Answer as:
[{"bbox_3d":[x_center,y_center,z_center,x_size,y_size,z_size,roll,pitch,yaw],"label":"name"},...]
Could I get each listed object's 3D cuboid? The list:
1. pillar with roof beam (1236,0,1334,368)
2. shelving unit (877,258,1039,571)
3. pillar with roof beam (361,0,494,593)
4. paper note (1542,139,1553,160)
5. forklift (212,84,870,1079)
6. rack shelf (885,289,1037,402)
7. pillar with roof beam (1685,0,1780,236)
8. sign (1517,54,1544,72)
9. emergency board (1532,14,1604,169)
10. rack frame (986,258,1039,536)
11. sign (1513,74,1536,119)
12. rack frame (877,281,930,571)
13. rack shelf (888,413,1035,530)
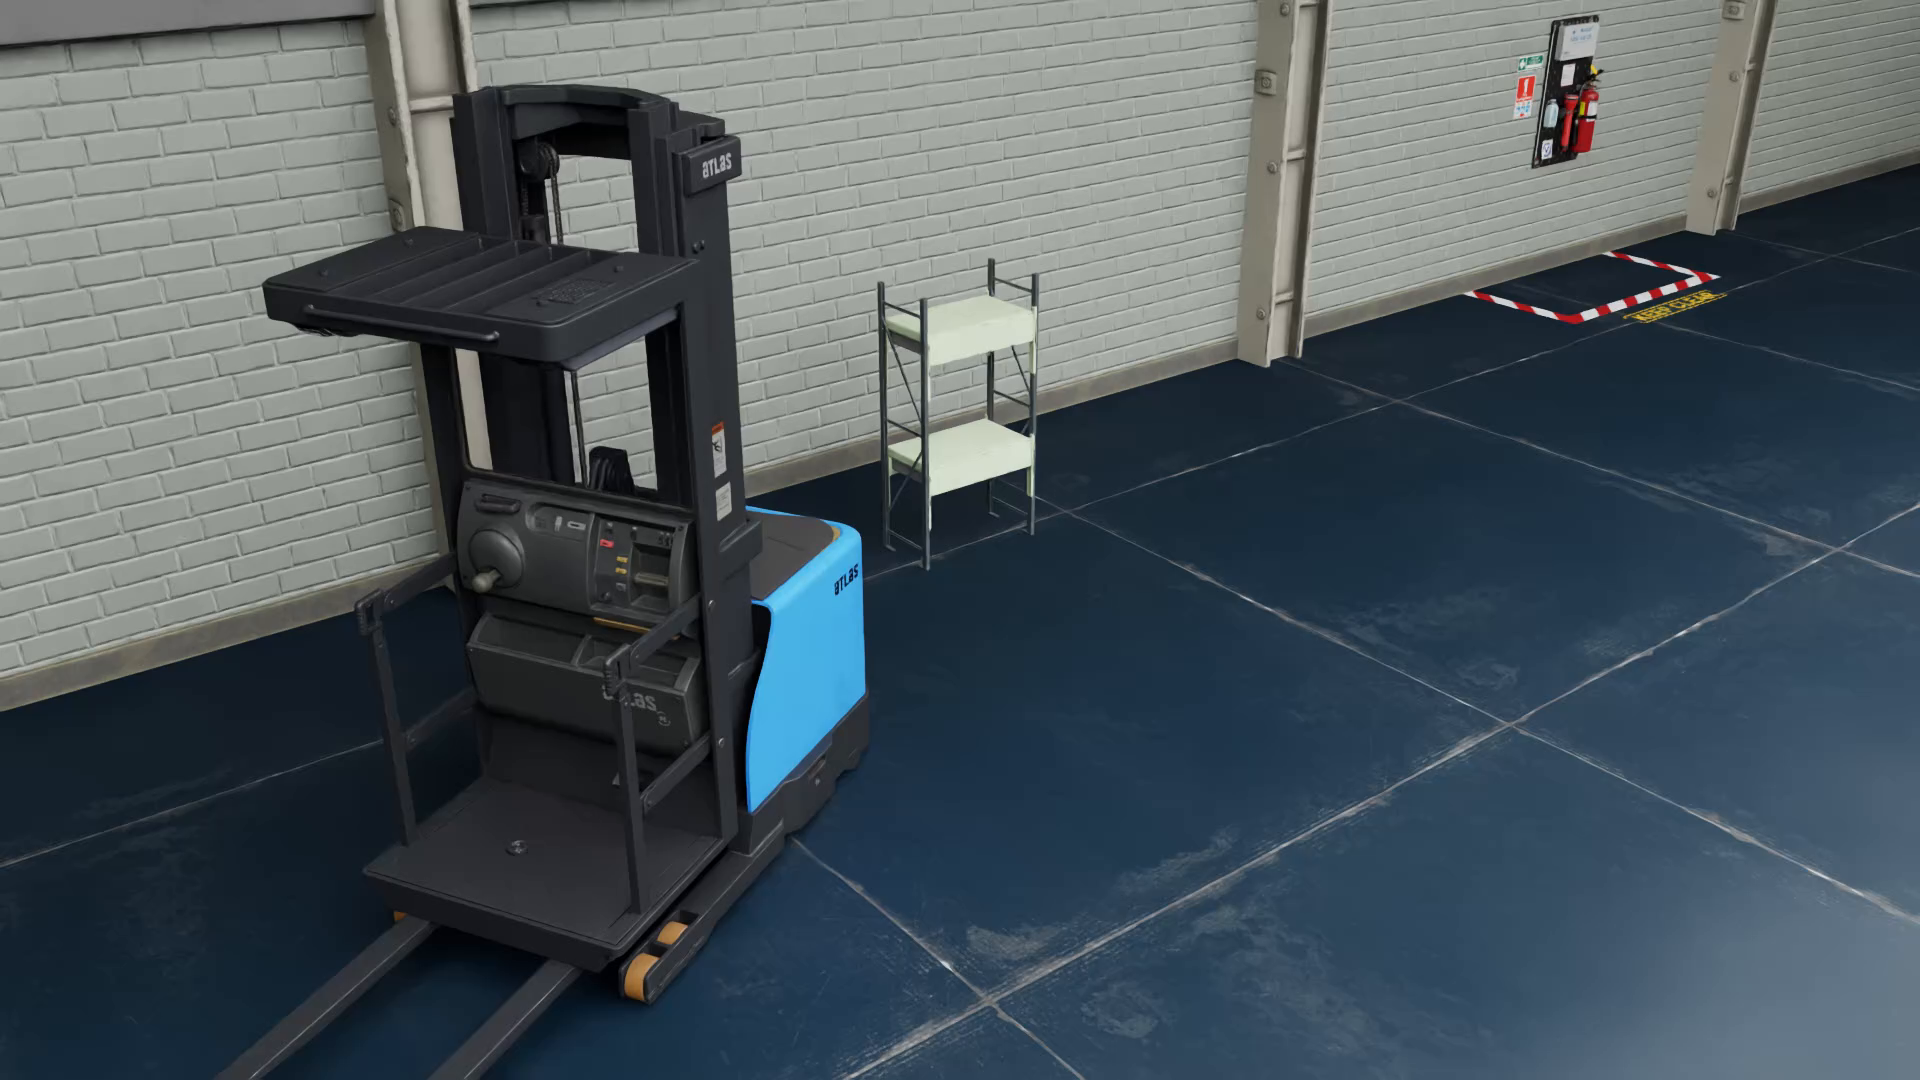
[{"bbox_3d":[4.903,-3.992,7.162,0.400,9.000,9.100,-18,31,-34],"label":"pillar with roof beam"},{"bbox_3d":[-0.005,-0.679,8.931,0.755,1.500,0.431,-18,31,-34],"label":"shelving unit"},{"bbox_3d":[0.181,-2.433,3.804,0.400,9.000,9.100,-18,31,-34],"label":"pillar with roof beam"},{"bbox_3d":[4.818,-3.204,13.636,0.142,0.148,0.016,-18,31,-34],"label":"paper note"},{"bbox_3d":[-1.437,0.074,5.609,1.130,2.935,3.031,10,27,21],"label":"forklift"},{"bbox_3d":[-0.005,-1.033,8.766,0.720,0.370,0.431,-18,31,-34],"label":"rack shelf"},{"bbox_3d":[9.624,-5.551,10.520,0.400,9.000,9.100,-18,31,-34],"label":"pillar with roof beam"},{"bbox_3d":[4.510,-3.772,13.142,0.331,0.109,0.001,-18,31,-34],"label":"sign"},{"bbox_3d":[5.000,-3.626,13.500,0.643,1.169,0.194,-18,31,-34],"label":"emergency board"},{"bbox_3d":[0.283,-0.774,9.135,0.023,1.500,0.400,-18,31,-34],"label":"rack frame"},{"bbox_3d":[4.501,-3.533,13.257,0.234,0.329,0.001,-18,31,-34],"label":"sign"},{"bbox_3d":[-0.293,-0.583,8.726,0.023,1.500,0.400,-18,31,-34],"label":"rack frame"},{"bbox_3d":[-0.005,-0.383,9.068,0.720,0.370,0.431,-18,31,-34],"label":"rack shelf"}]
